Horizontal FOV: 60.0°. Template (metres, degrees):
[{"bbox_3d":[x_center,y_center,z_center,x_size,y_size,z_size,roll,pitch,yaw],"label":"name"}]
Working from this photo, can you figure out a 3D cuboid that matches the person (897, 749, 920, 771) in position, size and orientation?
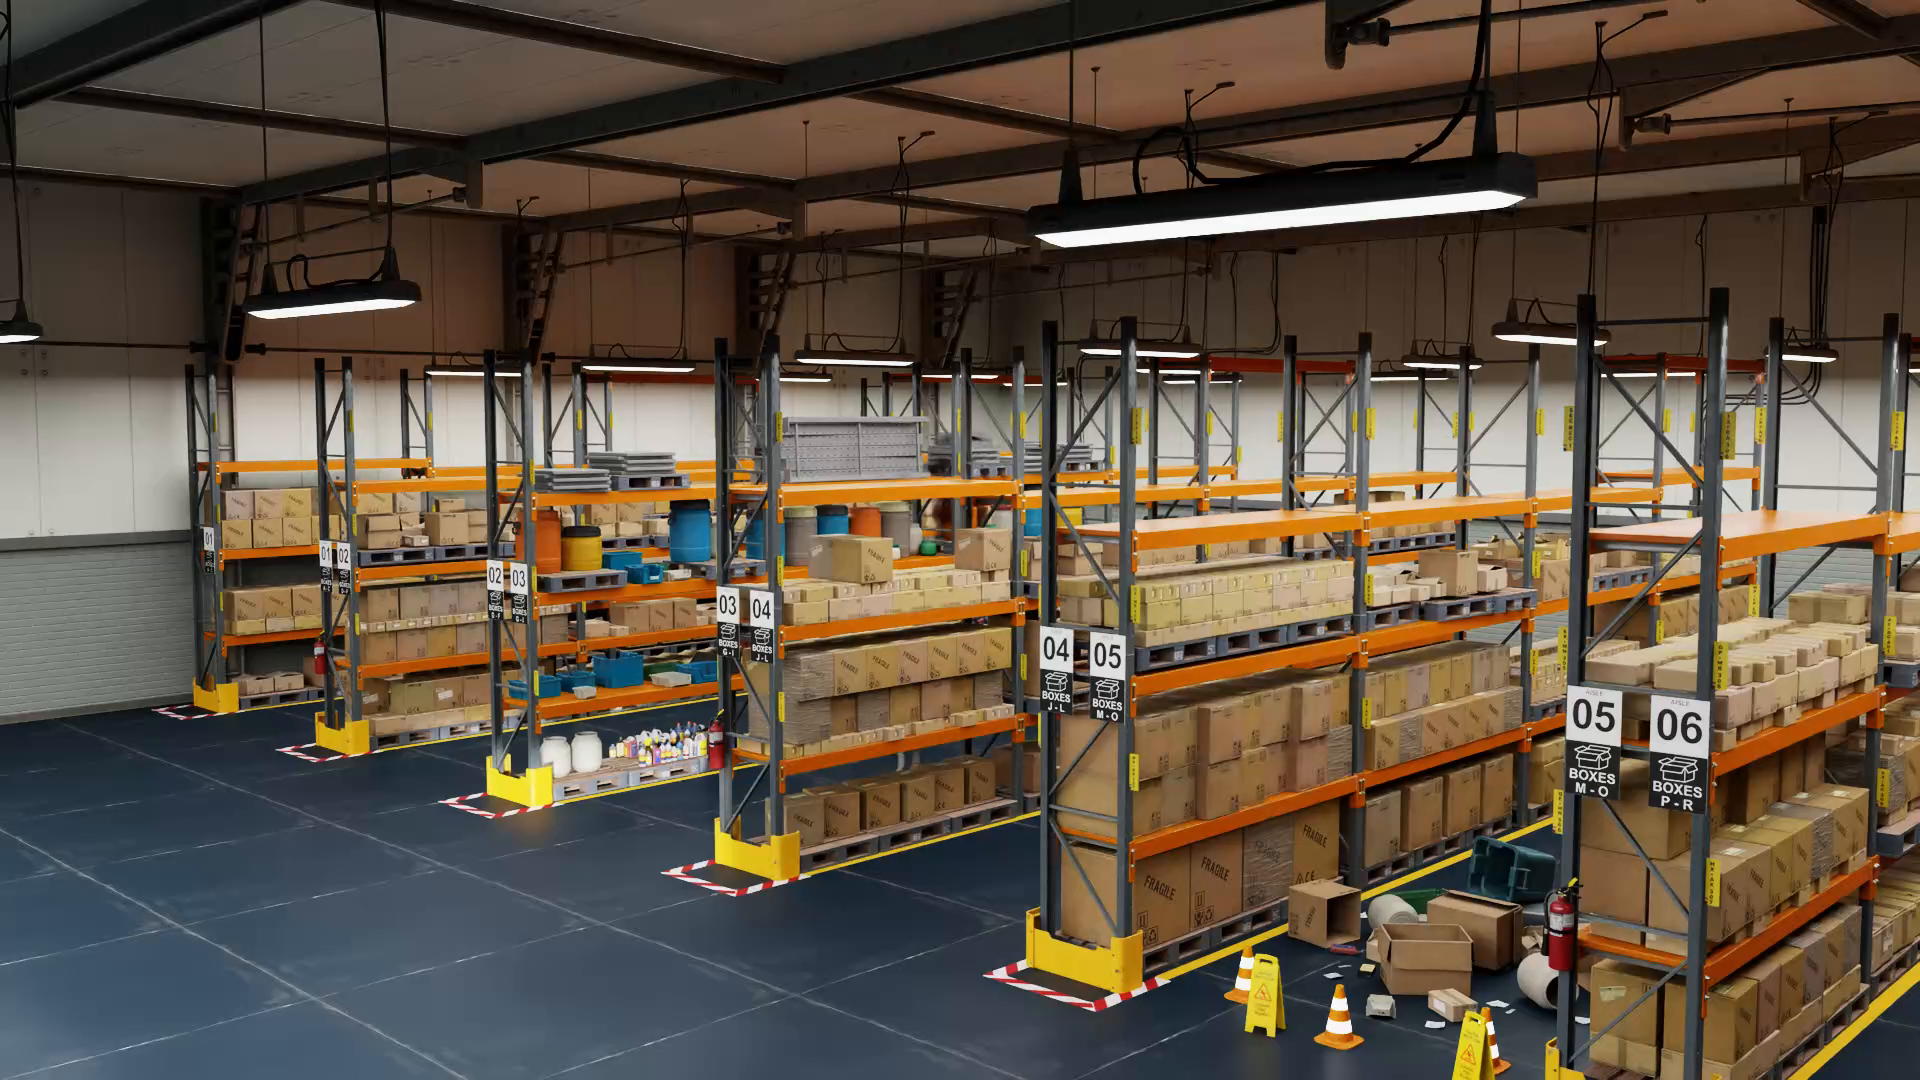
[{"bbox_3d":[-0.687,2.662,22.894,0.526,1.636,0.703,1,4,9],"label":"person"}]
